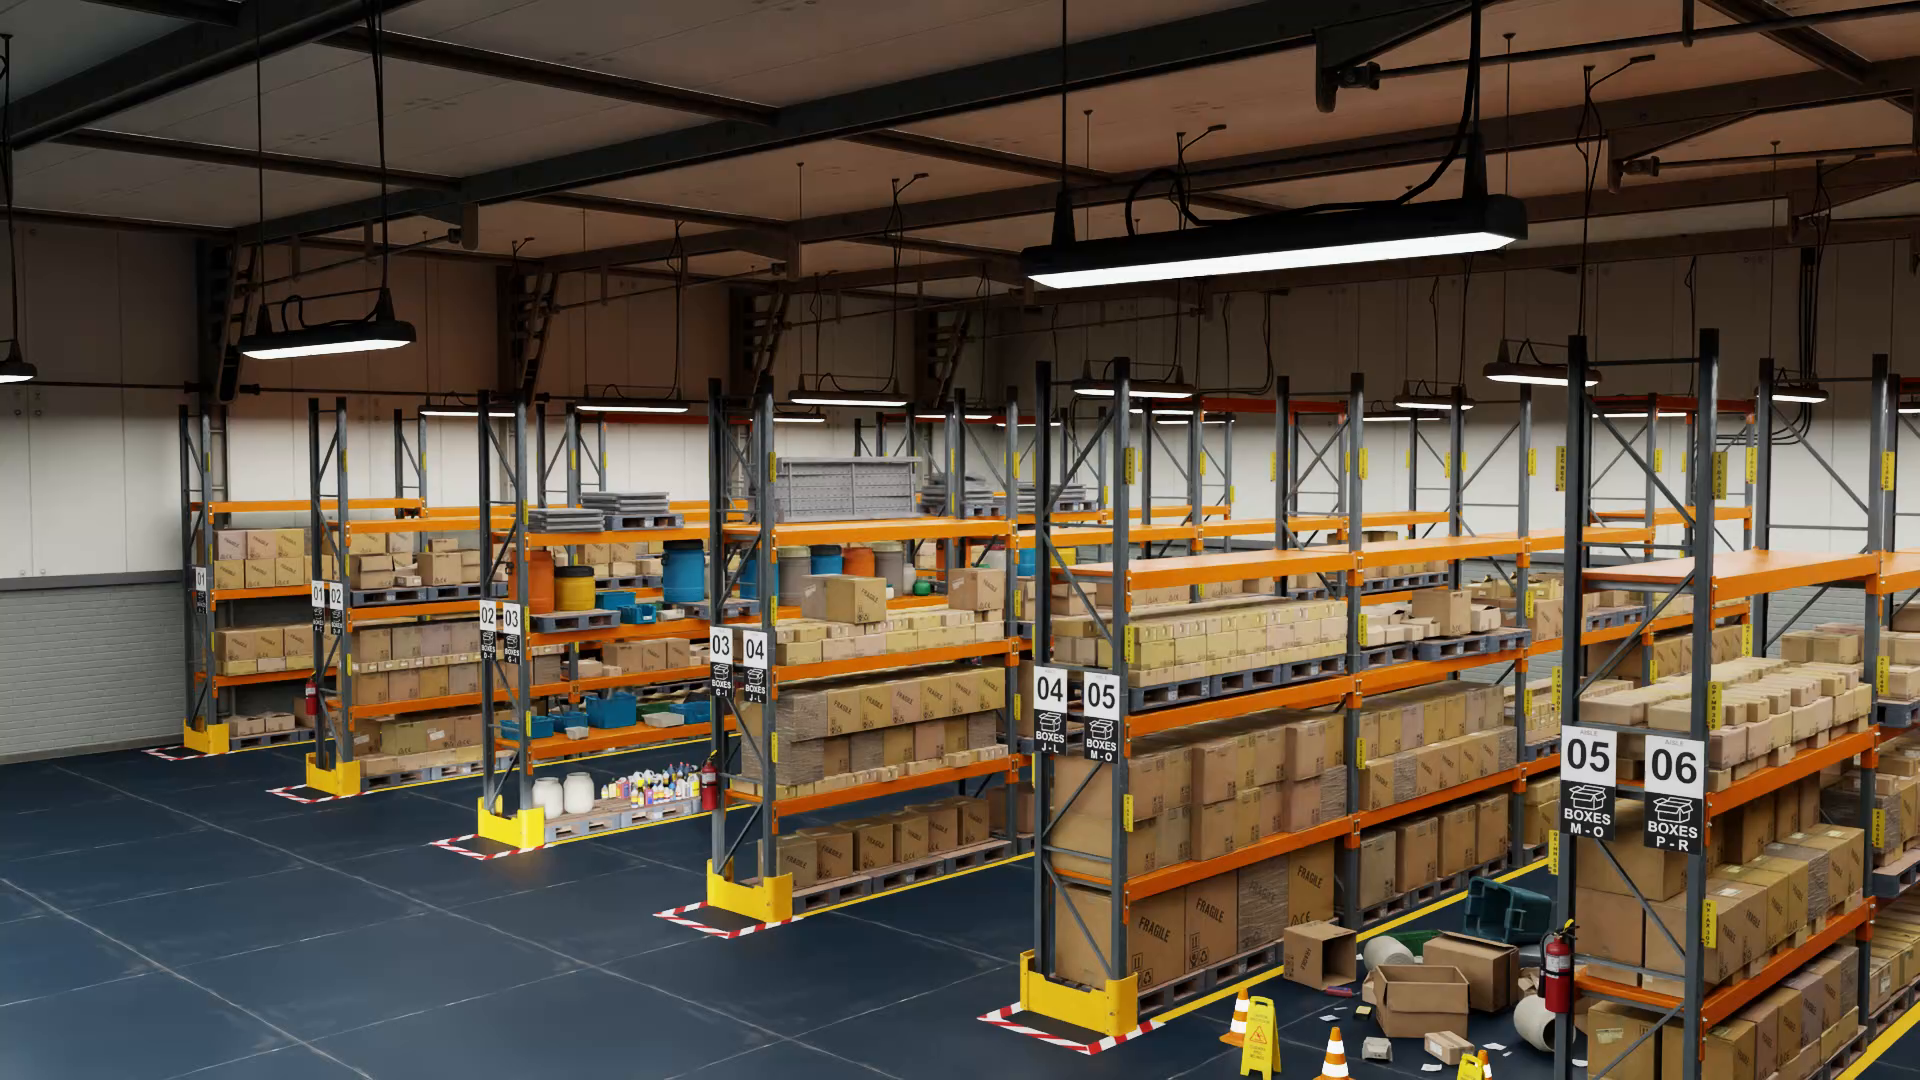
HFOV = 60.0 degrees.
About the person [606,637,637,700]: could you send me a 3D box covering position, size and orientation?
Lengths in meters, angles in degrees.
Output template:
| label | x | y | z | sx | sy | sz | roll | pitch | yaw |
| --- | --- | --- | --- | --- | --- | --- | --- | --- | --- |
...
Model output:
| label | x | y | z | sx | sy | sz | roll | pitch | yaw |
| --- | --- | --- | --- | --- | --- | --- | --- | --- | --- |
| person | -6.539 | 2.596 | 31.951 | 0.584 | 1.712 | 0.989 | 2 | 3 | 28 |
